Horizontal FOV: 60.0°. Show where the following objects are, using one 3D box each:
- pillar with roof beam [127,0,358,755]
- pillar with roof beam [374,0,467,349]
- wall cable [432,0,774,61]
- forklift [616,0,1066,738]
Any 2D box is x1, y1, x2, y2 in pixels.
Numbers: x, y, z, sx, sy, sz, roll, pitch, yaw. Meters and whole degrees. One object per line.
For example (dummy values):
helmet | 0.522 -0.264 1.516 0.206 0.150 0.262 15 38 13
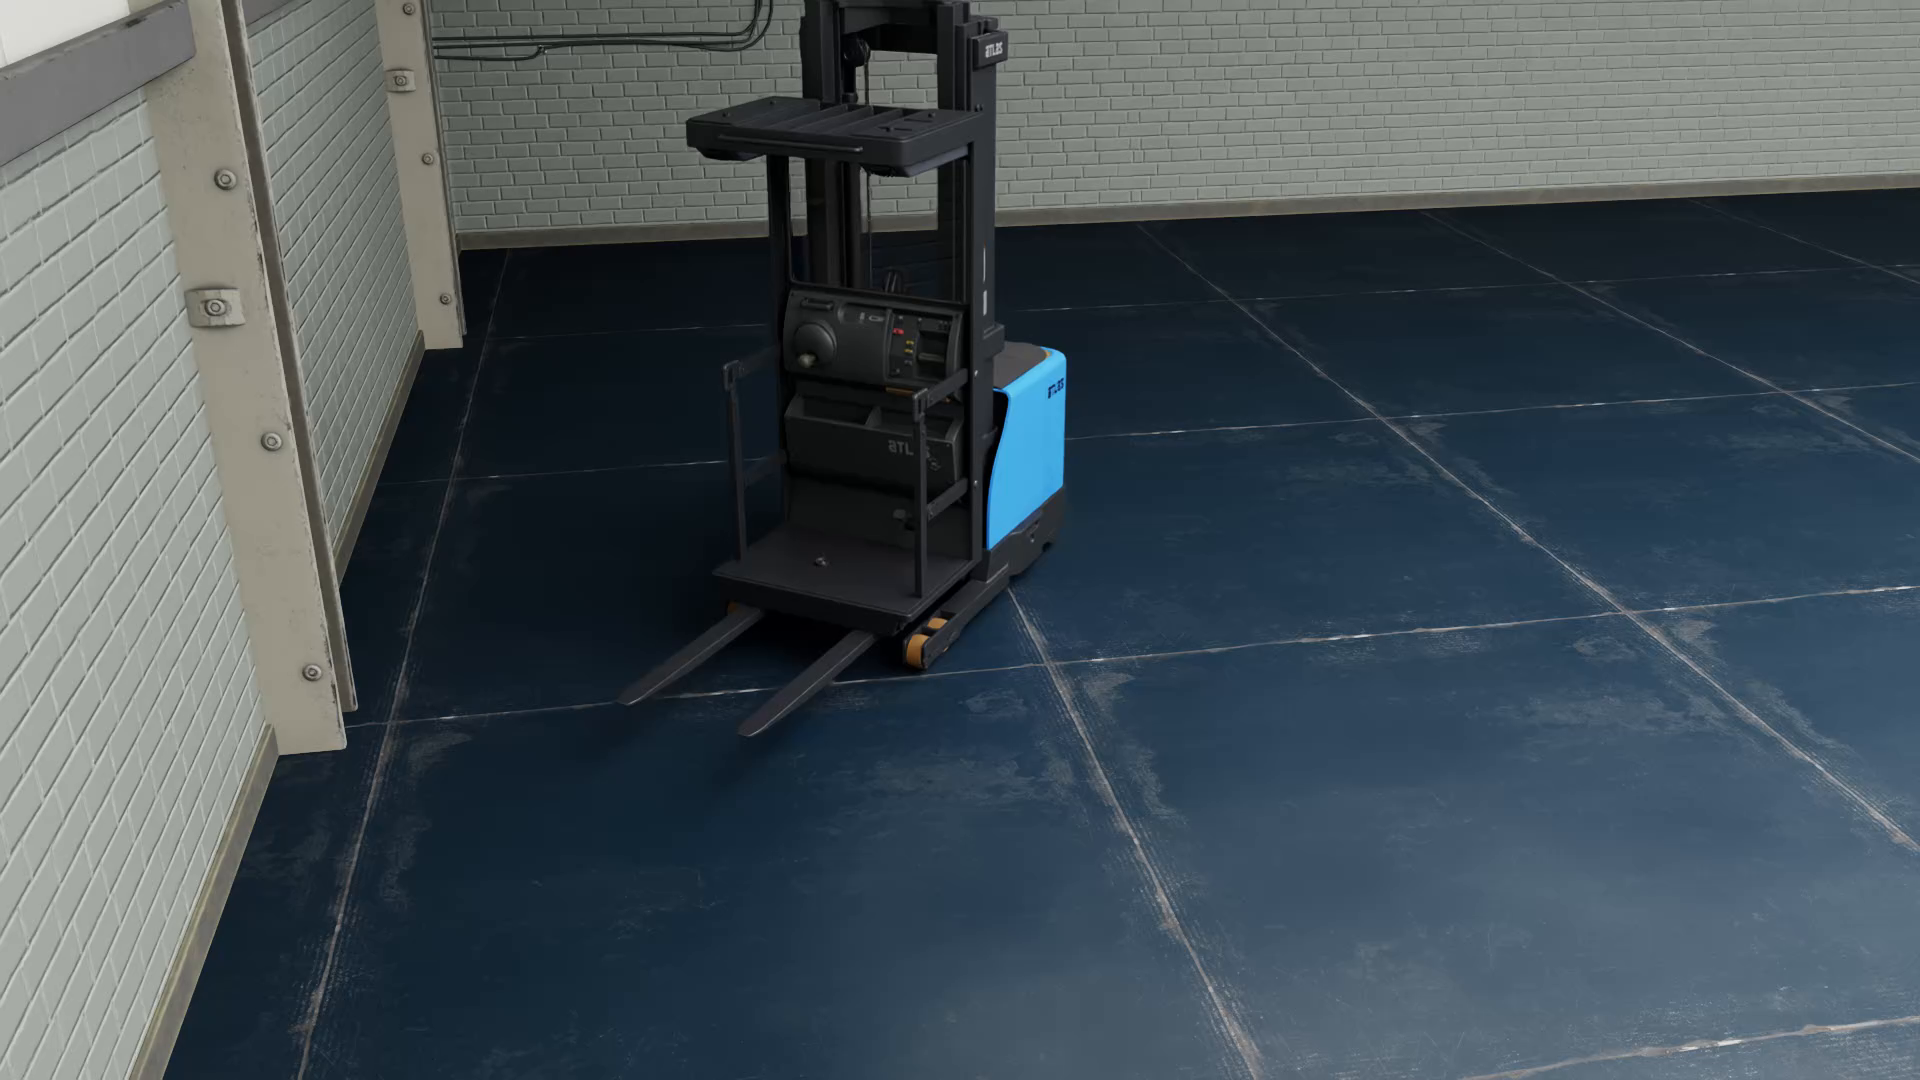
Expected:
pillar with roof beam | 1.386 -3.606 6.264 9.100 9.000 0.400 -4 24 -10
pillar with roof beam | 0.277 -5.966 11.668 9.100 9.000 0.400 -4 24 -10
wall cable | -3.199 -5.481 14.437 3.097 2.526 0.112 -4 24 -10
forklift | -0.512 -0.932 7.722 1.130 2.935 3.031 11 26 23
